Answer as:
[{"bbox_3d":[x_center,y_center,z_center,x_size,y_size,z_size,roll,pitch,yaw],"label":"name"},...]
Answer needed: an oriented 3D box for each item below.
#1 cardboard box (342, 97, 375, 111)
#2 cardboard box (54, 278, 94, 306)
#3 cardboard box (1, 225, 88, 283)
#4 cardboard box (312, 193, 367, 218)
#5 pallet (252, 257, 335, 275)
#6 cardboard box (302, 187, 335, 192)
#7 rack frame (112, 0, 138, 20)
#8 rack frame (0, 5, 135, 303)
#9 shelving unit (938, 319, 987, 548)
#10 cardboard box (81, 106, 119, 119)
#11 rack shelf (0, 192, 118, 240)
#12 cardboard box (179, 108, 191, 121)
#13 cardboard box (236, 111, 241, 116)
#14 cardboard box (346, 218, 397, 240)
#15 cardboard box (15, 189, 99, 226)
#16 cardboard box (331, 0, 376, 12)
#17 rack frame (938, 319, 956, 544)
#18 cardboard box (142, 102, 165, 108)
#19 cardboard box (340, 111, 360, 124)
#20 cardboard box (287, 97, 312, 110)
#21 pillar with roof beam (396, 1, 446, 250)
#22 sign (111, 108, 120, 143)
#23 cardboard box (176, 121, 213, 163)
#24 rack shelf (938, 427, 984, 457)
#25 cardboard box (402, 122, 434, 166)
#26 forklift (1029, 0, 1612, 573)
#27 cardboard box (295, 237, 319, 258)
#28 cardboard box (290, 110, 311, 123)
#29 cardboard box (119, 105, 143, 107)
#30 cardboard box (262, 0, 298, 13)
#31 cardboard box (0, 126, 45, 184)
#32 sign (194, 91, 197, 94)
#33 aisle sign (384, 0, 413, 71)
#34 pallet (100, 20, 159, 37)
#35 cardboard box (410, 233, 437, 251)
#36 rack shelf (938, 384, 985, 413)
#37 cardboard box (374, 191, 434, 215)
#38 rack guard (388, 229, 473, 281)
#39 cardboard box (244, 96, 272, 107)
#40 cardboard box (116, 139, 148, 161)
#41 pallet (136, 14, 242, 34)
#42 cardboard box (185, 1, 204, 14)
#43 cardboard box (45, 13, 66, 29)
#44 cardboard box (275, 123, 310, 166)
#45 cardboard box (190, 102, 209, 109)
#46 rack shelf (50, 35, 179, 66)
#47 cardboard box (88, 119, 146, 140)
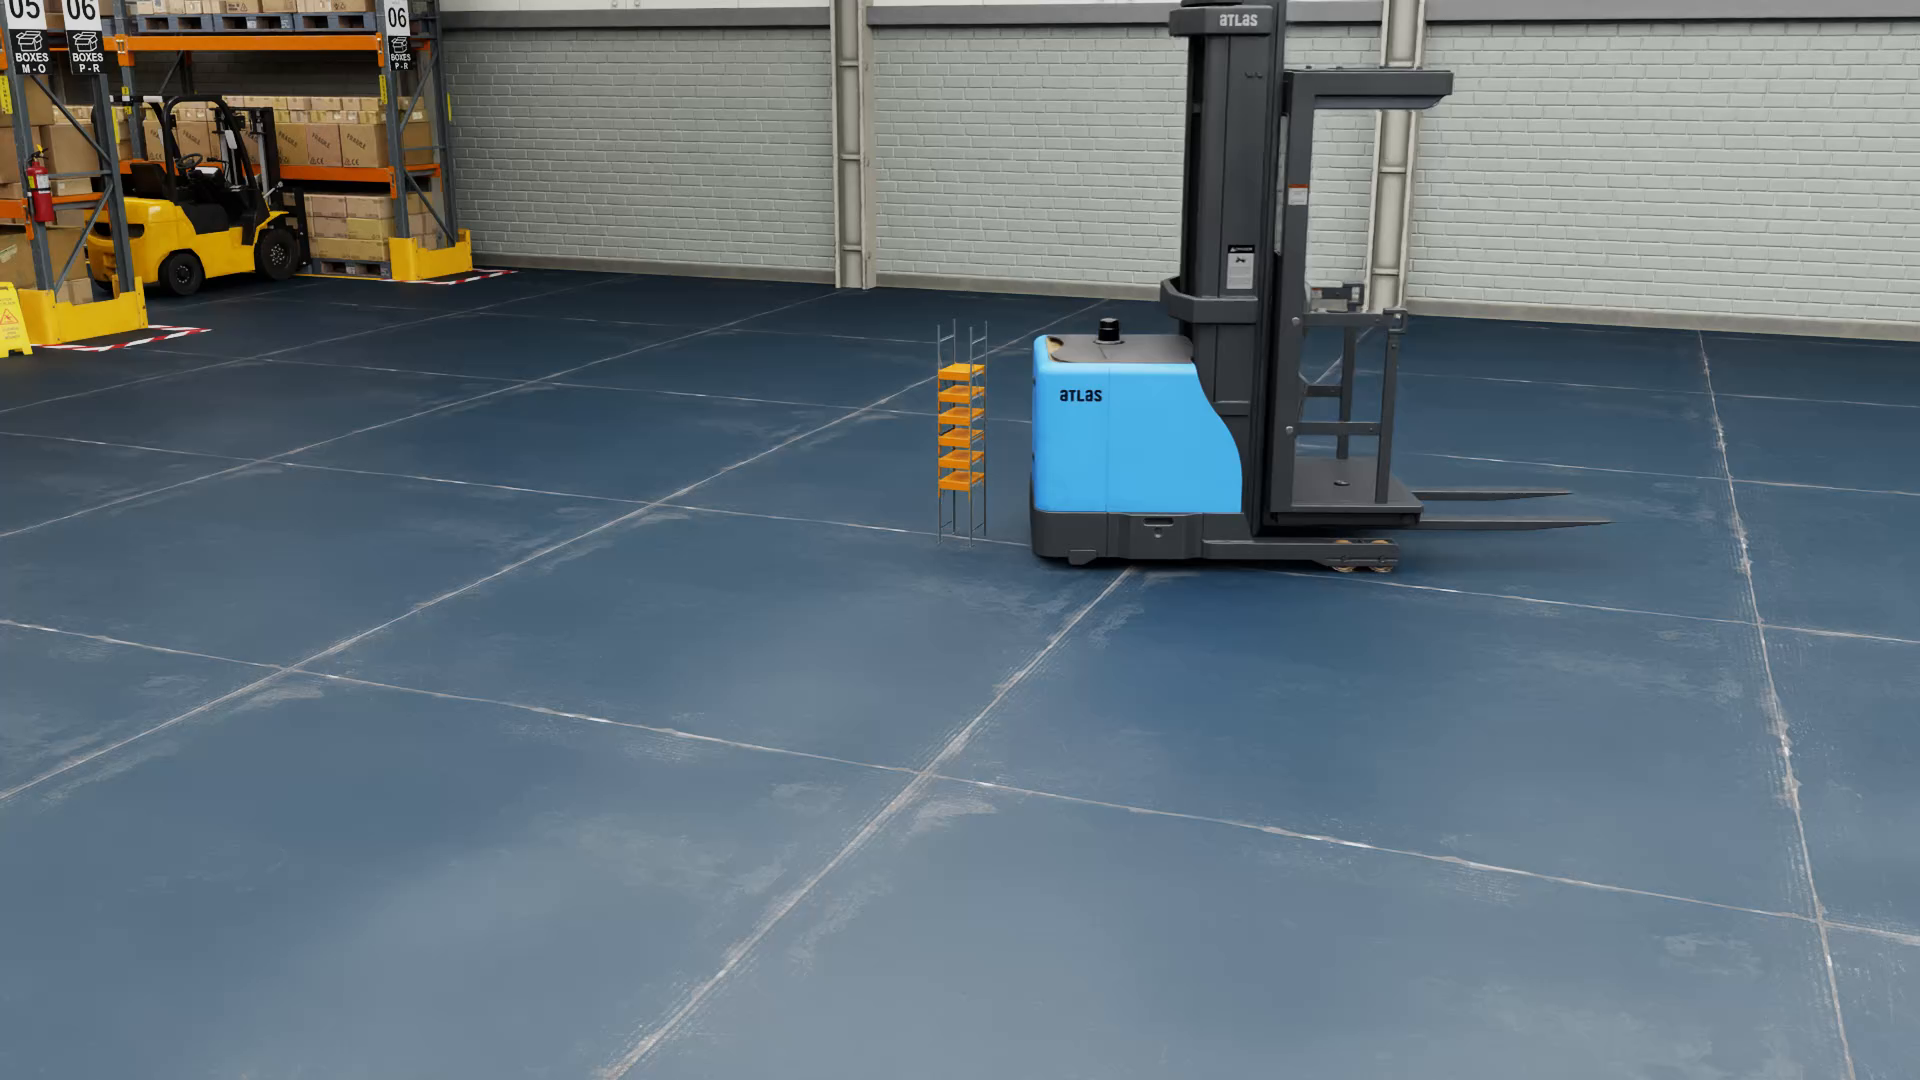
[{"bbox_3d":[-7.118,-5.190,19.794,0.250,0.149,0.380,6,17,21],"label":"cardboard box"},{"bbox_3d":[-8.933,-2.436,16.364,0.500,0.250,0.500,6,17,20],"label":"cardboard box"},{"bbox_3d":[-8.956,-2.799,16.267,0.500,0.500,0.500,6,17,19],"label":"cardboard box"},{"bbox_3d":[-7.487,-4.067,20.187,0.500,0.250,0.500,7,17,22],"label":"cardboard box"},{"bbox_3d":[-8.324,-3.542,20.995,1.213,0.211,1.003,6,17,21],"label":"pallet"},{"bbox_3d":[-8.246,-4.306,21.012,0.500,0.250,0.500,6,17,20],"label":"cardboard box"},{"bbox_3d":[-10.188,-7.979,20.516,0.127,3.000,1.000,6,17,21],"label":"rack frame"},{"bbox_3d":[-8.284,-3.401,15.507,0.127,3.000,1.000,6,17,21],"label":"rack frame"},{"bbox_3d":[0.013,-0.575,9.001,0.189,1.200,0.258,6,17,21],"label":"shelving unit"},{"bbox_3d":[-11.042,-5.495,21.378,0.250,0.149,0.380,6,17,21],"label":"cardboard box"},{"bbox_3d":[-10.145,-3.260,16.312,4.000,0.370,1.077,6,17,21],"label":"rack shelf"},{"bbox_3d":[-9.494,-5.311,20.744,0.250,0.149,0.380,6,17,21],"label":"cardboard box"},{"bbox_3d":[-8.807,-5.218,20.424,0.250,0.149,0.380,6,17,19],"label":"cardboard box"},{"bbox_3d":[-7.034,-3.778,20.090,0.500,0.250,0.500,6,17,20],"label":"cardboard box"},{"bbox_3d":[-12.096,-4.367,22.342,0.625,0.625,0.875,6,17,18],"label":"cardboard box"},{"bbox_3d":[-6.968,-6.409,19.377,0.500,0.500,0.500,7,18,22],"label":"cardboard box"},{"bbox_3d":[-0.072,-0.584,9.034,0.006,1.200,0.240,6,17,21],"label":"rack frame"},{"bbox_3d":[-10.000,-5.490,20.829,0.250,0.149,0.380,7,17,22],"label":"cardboard box"},{"bbox_3d":[-7.141,-5.029,19.774,0.250,0.149,0.380,7,17,22],"label":"cardboard box"},{"bbox_3d":[-7.859,-5.252,20.009,0.250,0.149,0.380,7,18,22],"label":"cardboard box"},{"bbox_3d":[-8.363,-6.758,16.311,0.400,9.000,9.100,6,17,21],"label":"pillar with roof beam"},{"bbox_3d":[-8.085,-3.957,15.872,0.005,0.325,0.100,6,17,21],"label":"sign"},{"bbox_3d":[-9.380,-4.984,20.780,0.500,0.500,0.500,7,17,22],"label":"cardboard box"},{"bbox_3d":[0.013,-0.532,9.014,0.180,0.103,0.258,6,17,21],"label":"rack shelf"},{"bbox_3d":[-6.826,-4.859,20.352,0.500,0.500,0.500,7,18,22],"label":"cardboard box"},{"bbox_3d":[1.904,-1.389,8.701,3.031,2.935,1.130,0,16,1],"label":"forklift"},{"bbox_3d":[-7.941,-3.643,20.519,0.500,0.250,0.500,6,17,21],"label":"cardboard box"},{"bbox_3d":[-7.852,-5.115,20.070,0.250,0.149,0.380,6,17,19],"label":"cardboard box"},{"bbox_3d":[-10.898,-5.616,21.794,0.250,0.149,0.380,6,17,20],"label":"cardboard box"},{"bbox_3d":[-7.884,-6.539,19.827,0.500,0.500,0.700,6,17,21],"label":"cardboard box"},{"bbox_3d":[-8.890,-3.576,15.397,0.500,0.500,0.500,6,17,20],"label":"cardboard box"},{"bbox_3d":[-9.985,-5.695,21.717,0.005,0.325,0.100,6,17,21],"label":"sign"},{"bbox_3d":[-6.513,-5.854,19.295,0.004,0.787,0.394,6,17,21],"label":"aisle sign"},{"bbox_3d":[-11.013,-6.533,21.260,1.217,0.209,0.805,6,17,18],"label":"pallet"},{"bbox_3d":[-6.852,-3.671,20.616,0.500,0.250,0.500,6,17,21],"label":"cardboard box"},{"bbox_3d":[0.013,-0.763,8.947,0.180,0.103,0.258,6,17,21],"label":"rack shelf"},{"bbox_3d":[-6.844,-4.148,20.467,0.500,0.250,0.500,6,17,20],"label":"cardboard box"},{"bbox_3d":[-6.444,-3.486,20.283,0.348,0.500,1.175,6,17,21],"label":"rack guard"},{"bbox_3d":[-8.534,-5.358,20.374,0.250,0.149,0.380,6,17,21],"label":"cardboard box"},{"bbox_3d":[-10.752,-5.009,21.317,0.500,0.250,0.500,7,17,22],"label":"cardboard box"},{"bbox_3d":[-9.385,-6.415,20.669,1.213,0.211,1.003,6,17,21],"label":"pallet"},{"bbox_3d":[-9.167,-6.464,20.197,0.250,0.149,0.380,7,18,22],"label":"cardboard box"},{"bbox_3d":[-8.474,-4.839,15.531,0.250,0.149,0.380,6,17,21],"label":"cardboard box"},{"bbox_3d":[-7.977,-4.826,20.239,0.500,0.500,0.500,6,17,20],"label":"cardboard box"},{"bbox_3d":[-9.281,-5.410,20.554,0.250,0.149,0.380,7,17,22],"label":"cardboard box"},{"bbox_3d":[-12.048,-6.397,21.739,4.000,0.370,1.077,6,17,21],"label":"rack shelf"},{"bbox_3d":[-10.738,-5.250,21.248,0.500,0.250,0.500,6,17,19],"label":"cardboard box"}]
